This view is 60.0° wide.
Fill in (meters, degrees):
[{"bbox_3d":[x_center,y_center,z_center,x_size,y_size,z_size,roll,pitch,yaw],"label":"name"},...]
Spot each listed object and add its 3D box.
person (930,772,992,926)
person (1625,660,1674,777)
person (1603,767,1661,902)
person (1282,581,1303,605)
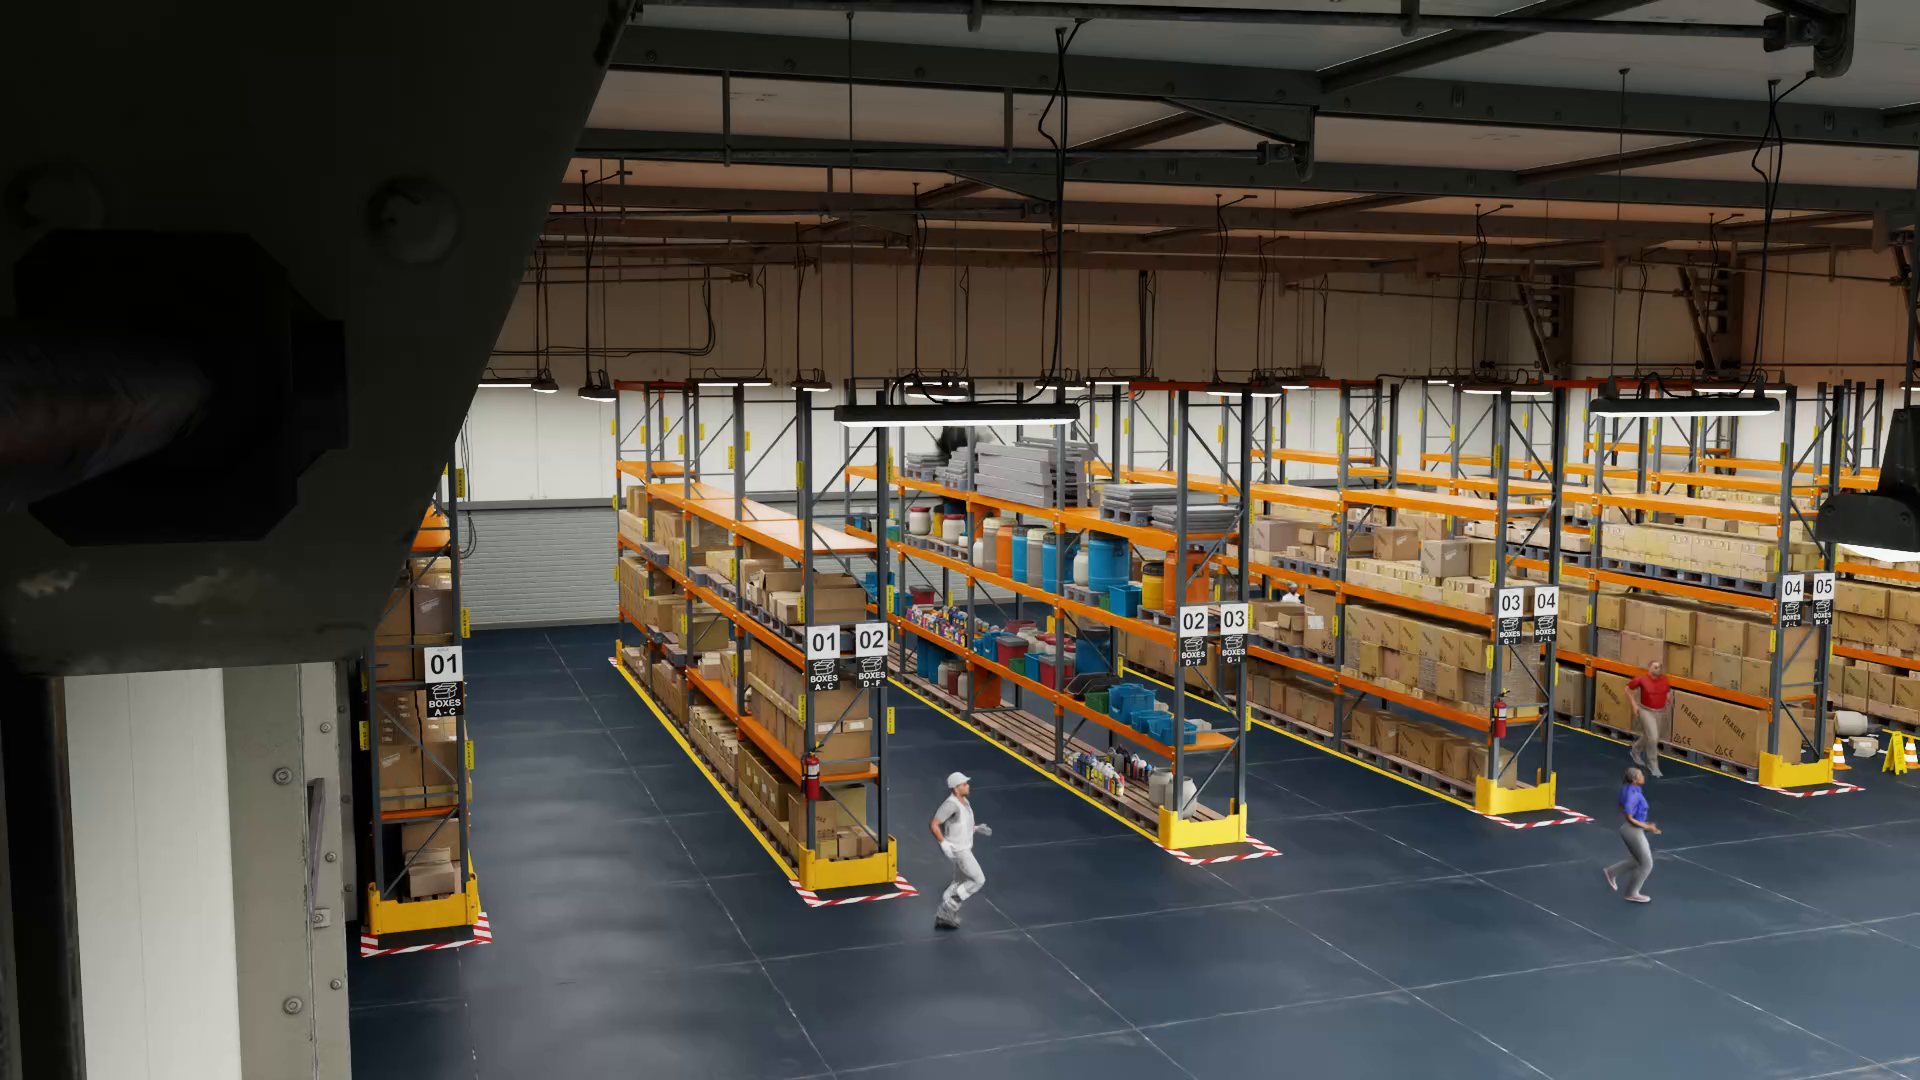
[{"bbox_3d":[0.036,3.469,18.679,0.632,1.738,0.642,1,6,12],"label":"person"},{"bbox_3d":[10.758,2.744,25.900,0.650,1.773,0.832,-2,6,-21],"label":"person"},{"bbox_3d":[7.923,3.462,19.608,0.584,1.603,0.573,2,6,15],"label":"person"},{"bbox_3d":[7.125,1.707,35.652,0.580,1.677,0.931,-2,6,-19],"label":"person"}]
